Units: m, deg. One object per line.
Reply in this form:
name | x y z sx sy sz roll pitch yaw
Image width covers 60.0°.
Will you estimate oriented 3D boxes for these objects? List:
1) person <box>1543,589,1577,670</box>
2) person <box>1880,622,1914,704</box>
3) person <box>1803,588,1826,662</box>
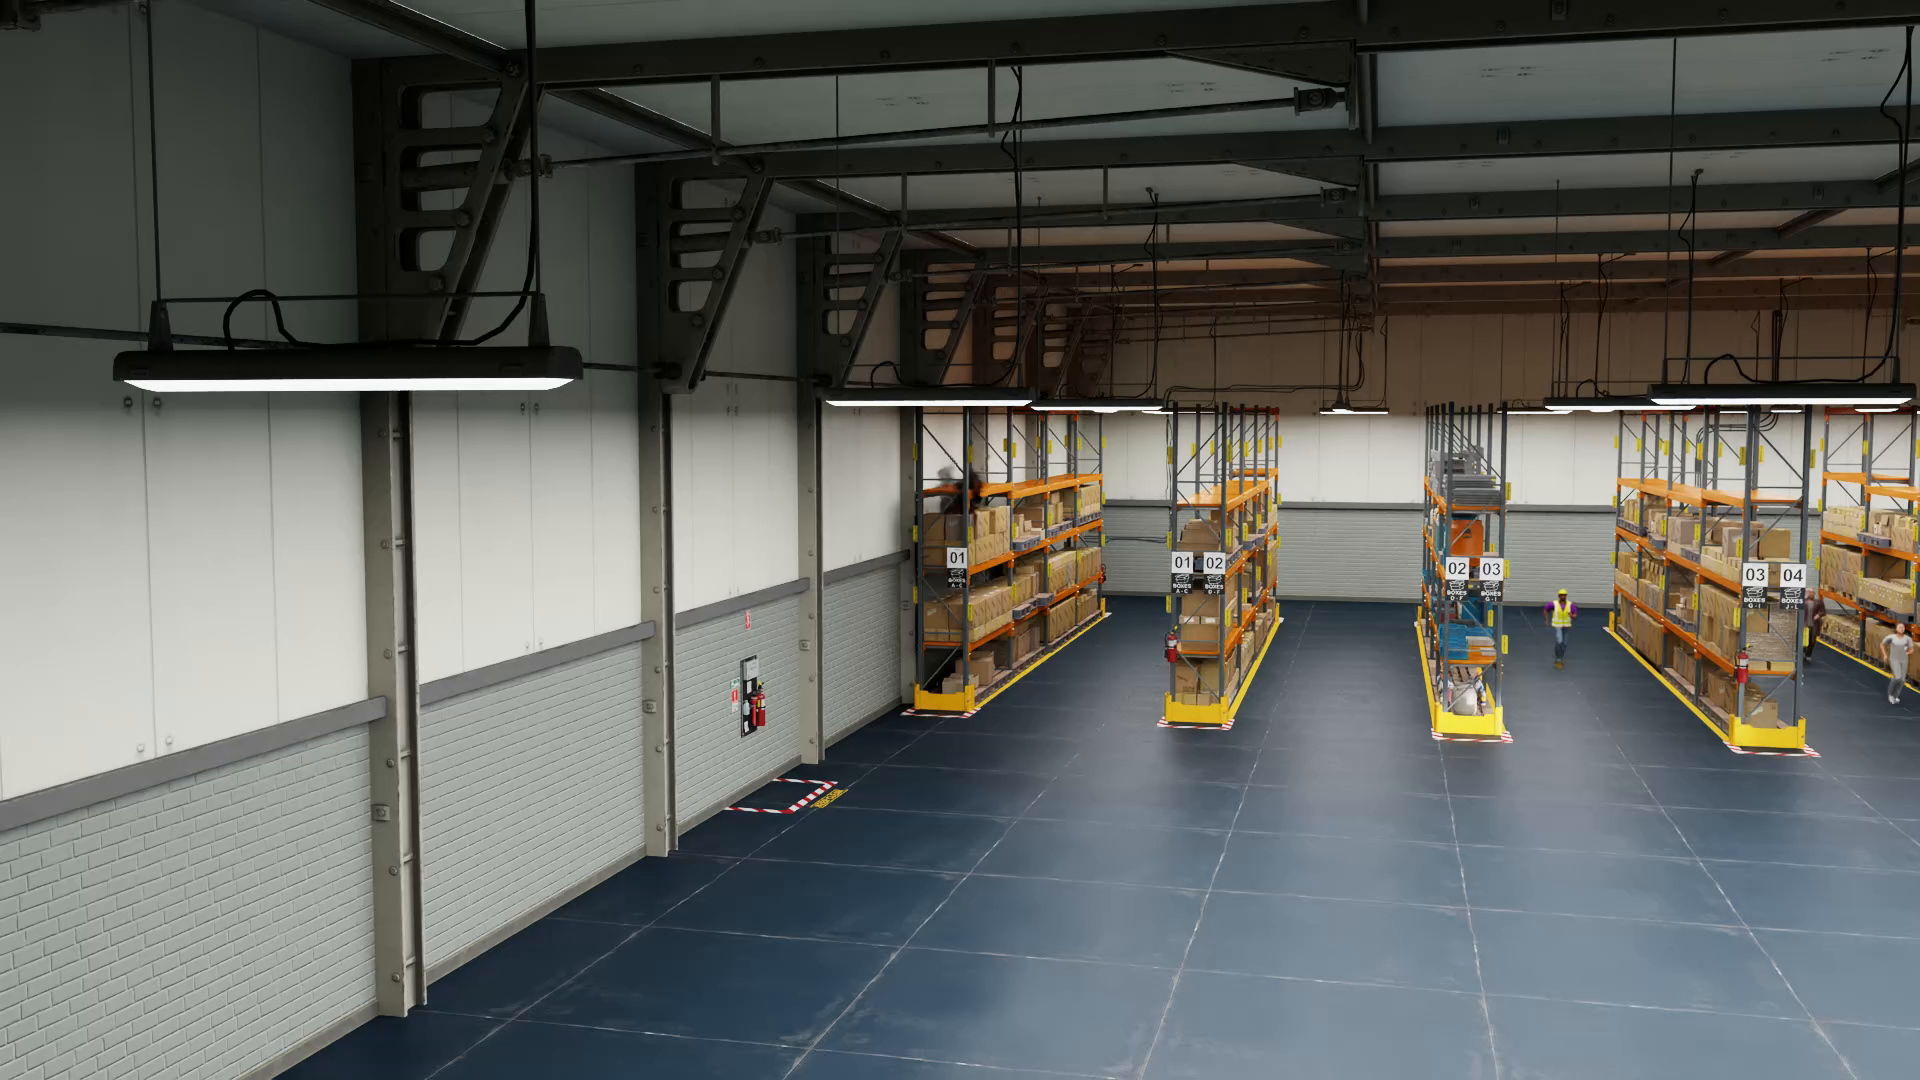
person | 13.760 2.031 38.058 0.669 1.829 0.777 0 4 2
person | 18.659 2.443 33.060 0.546 1.639 0.643 1 4 9
person | 19.772 1.986 38.694 0.693 1.746 0.678 1 4 17
